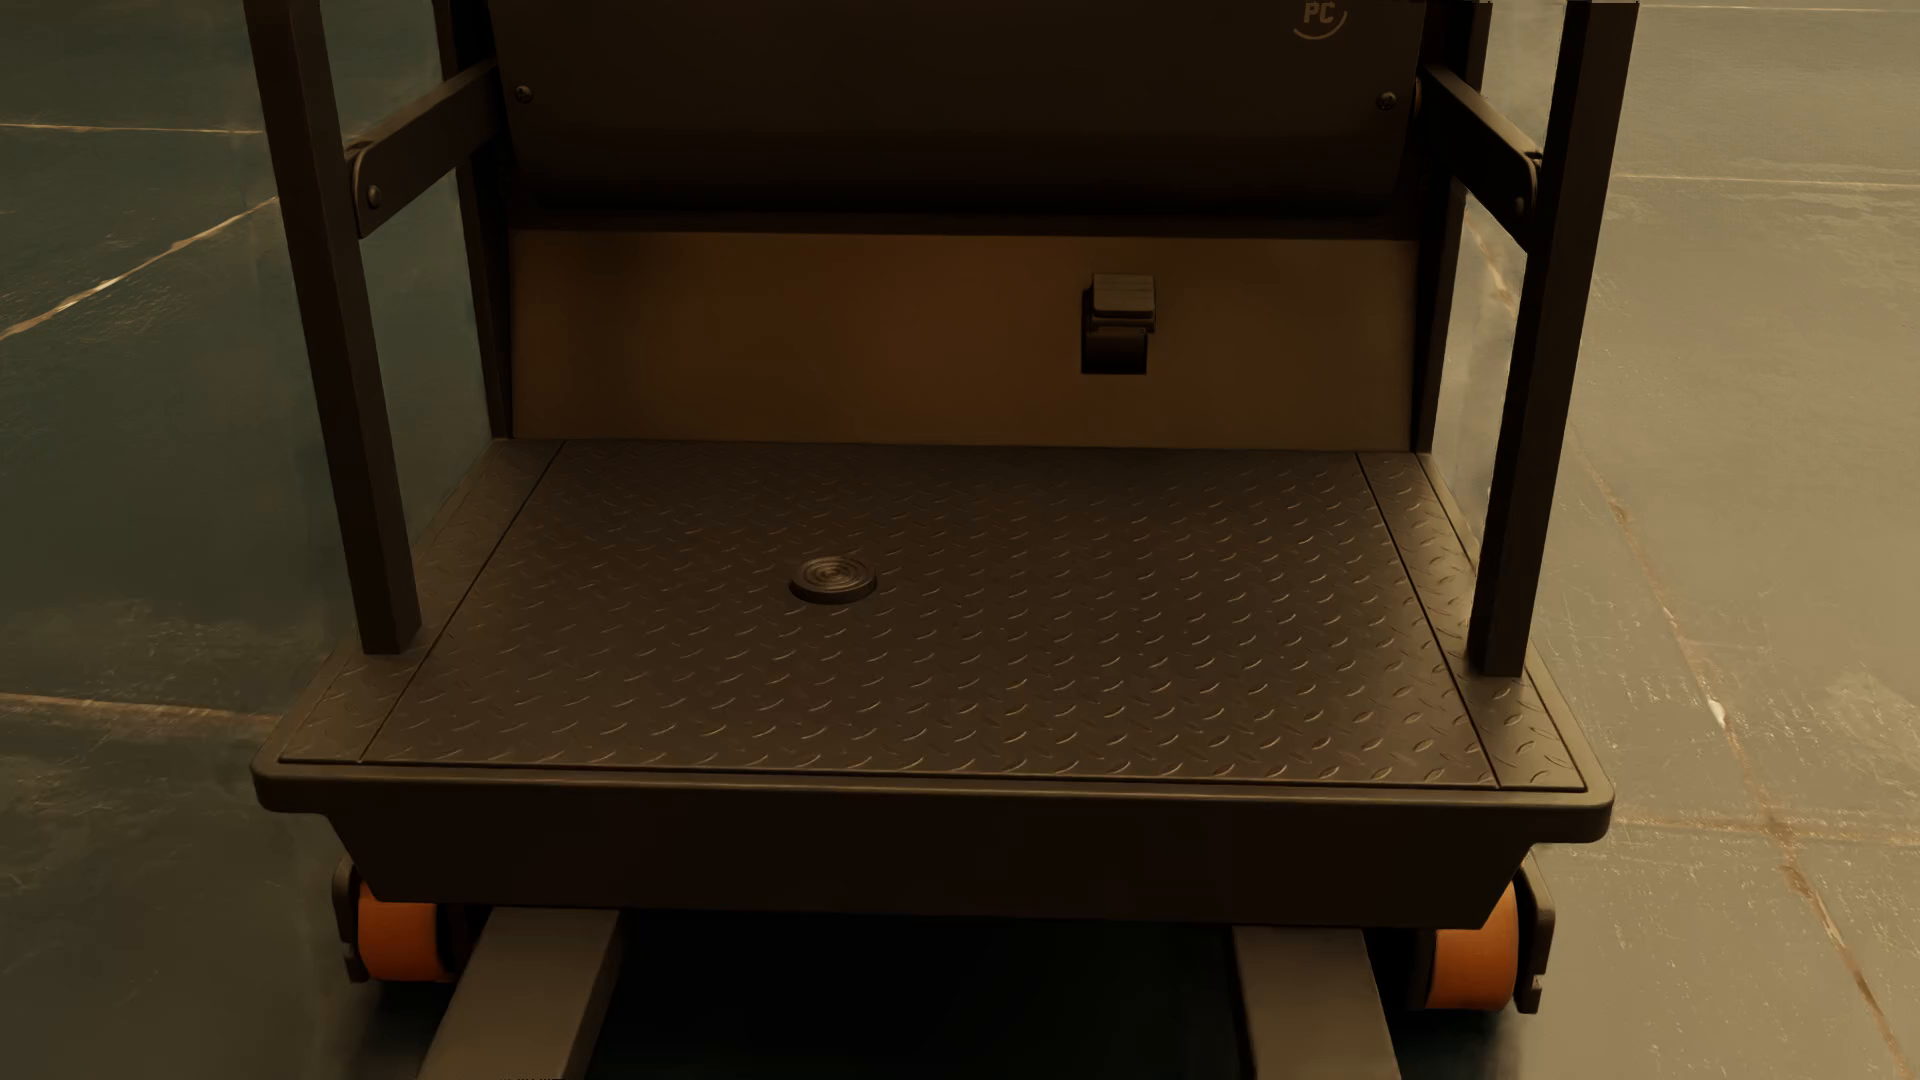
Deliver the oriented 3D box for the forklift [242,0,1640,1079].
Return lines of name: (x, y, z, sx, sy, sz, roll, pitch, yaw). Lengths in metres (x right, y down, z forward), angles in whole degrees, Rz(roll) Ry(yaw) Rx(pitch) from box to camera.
forklift: (-0.012, -1.007, 1.236, 1.130, 2.935, 3.031, 1, 27, 2)
